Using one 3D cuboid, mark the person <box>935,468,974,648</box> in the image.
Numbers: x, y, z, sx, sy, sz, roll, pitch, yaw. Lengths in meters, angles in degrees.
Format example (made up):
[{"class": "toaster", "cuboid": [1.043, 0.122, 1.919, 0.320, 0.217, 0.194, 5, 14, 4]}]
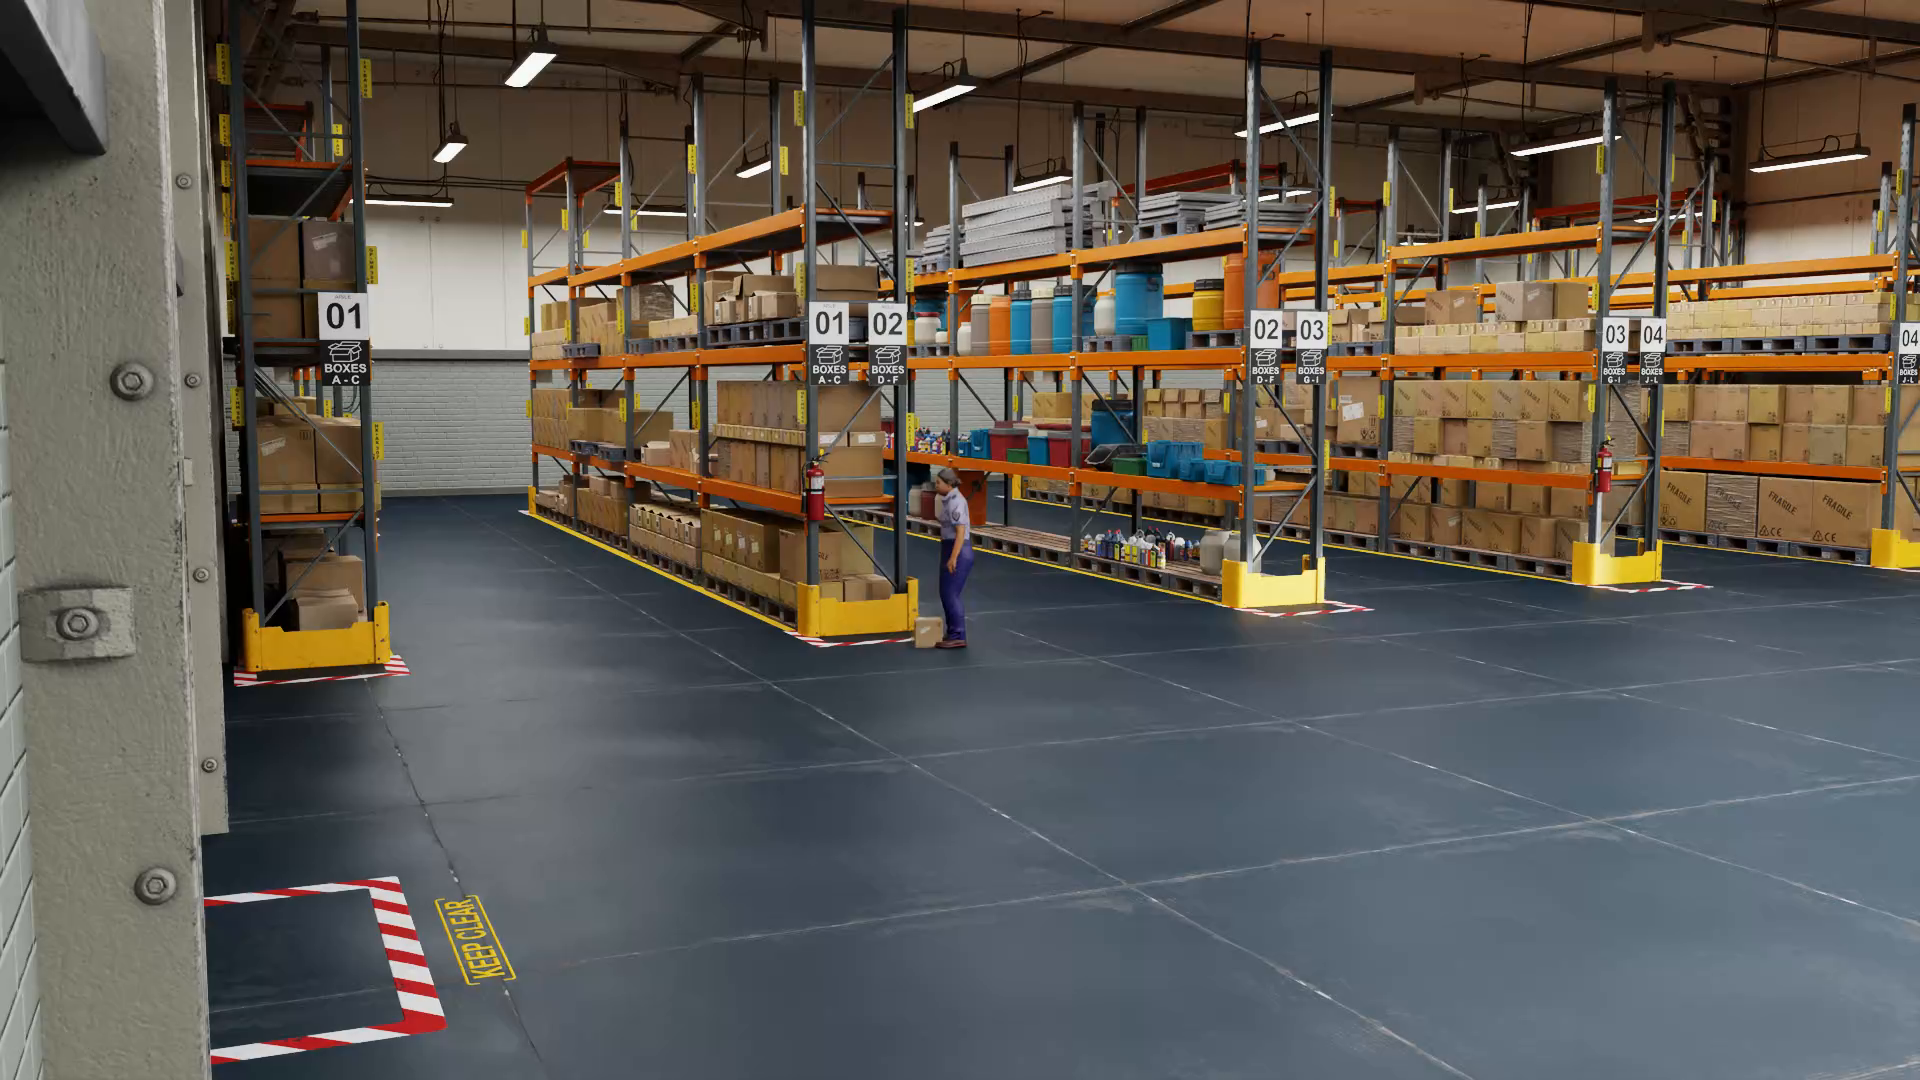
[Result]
[{"class": "person", "cuboid": [-0.062, 0.160, 15.413, 0.370, 1.647, 0.543, -1, 6, -5]}]
